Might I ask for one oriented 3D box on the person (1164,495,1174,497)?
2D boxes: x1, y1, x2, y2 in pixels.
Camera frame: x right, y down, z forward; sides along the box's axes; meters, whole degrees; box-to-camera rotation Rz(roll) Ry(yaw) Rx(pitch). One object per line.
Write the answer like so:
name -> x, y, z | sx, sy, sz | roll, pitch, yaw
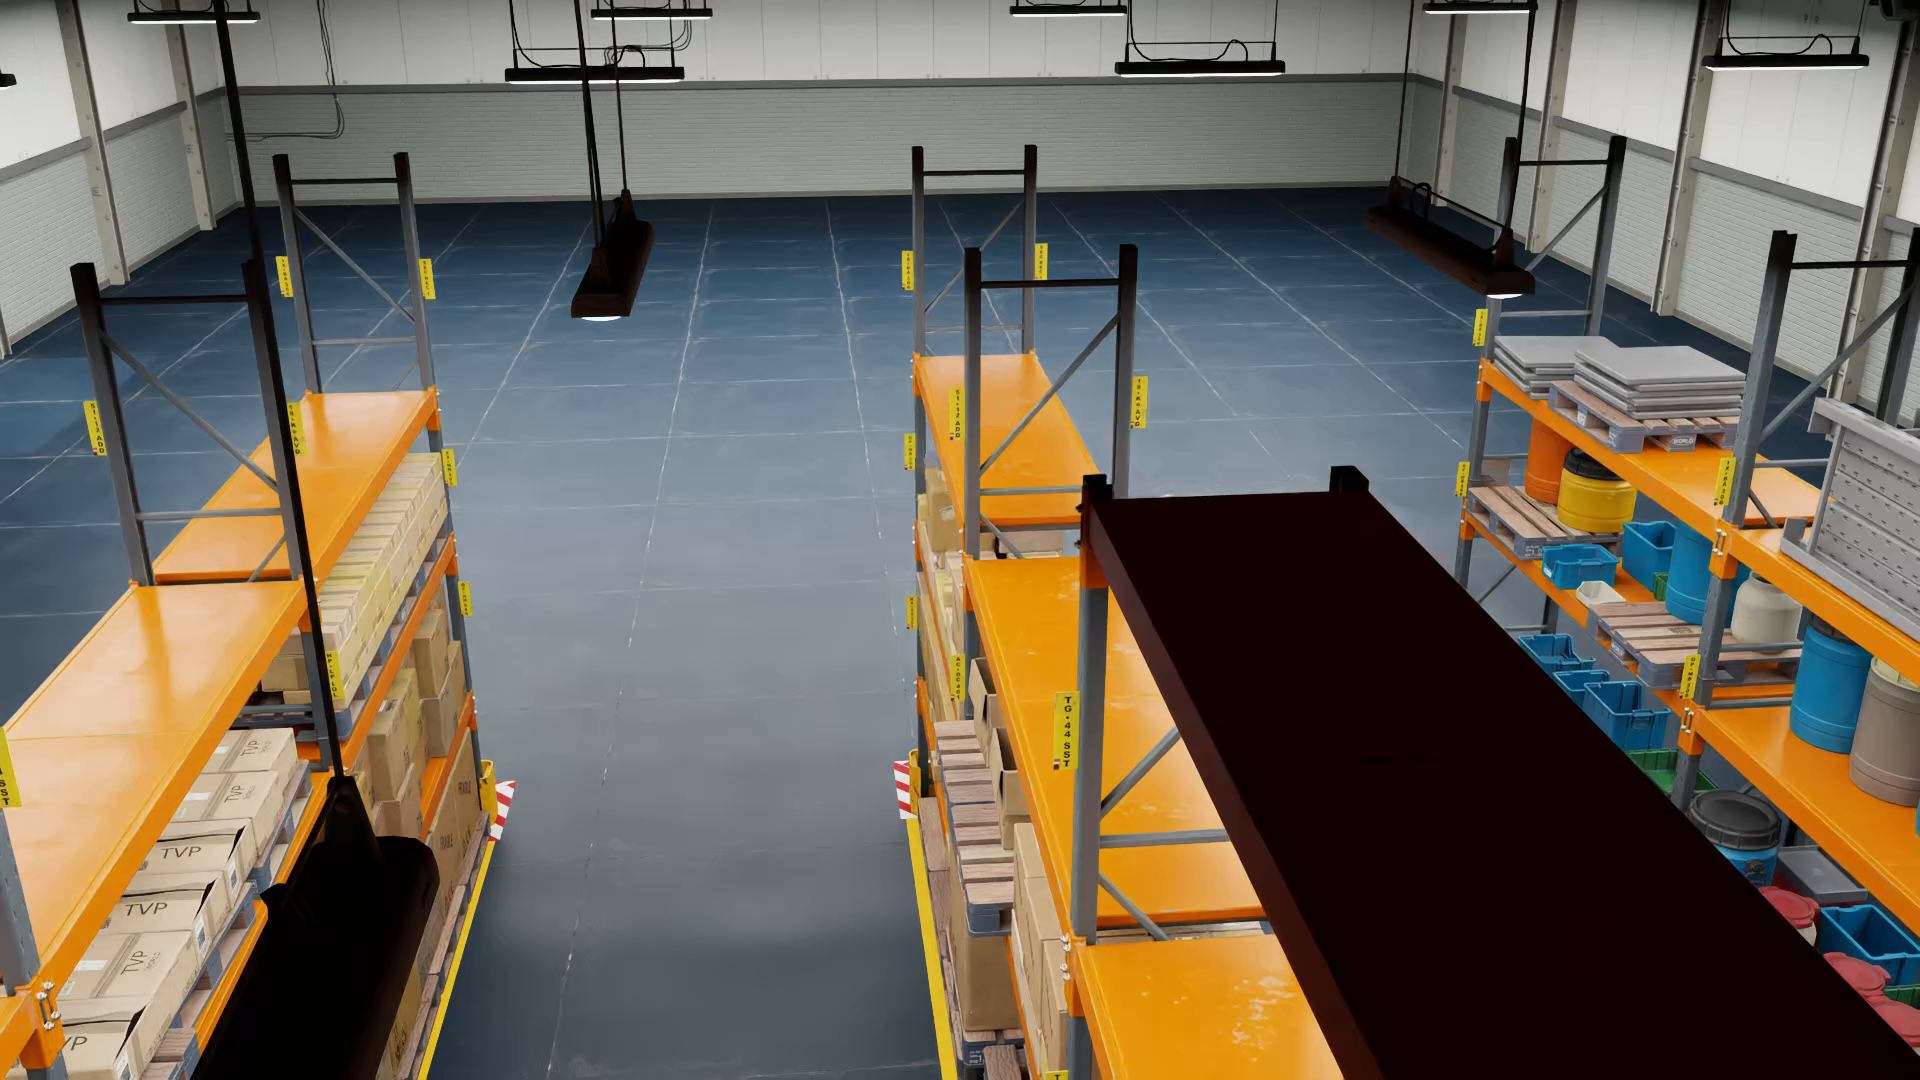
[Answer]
person -> 2.286, 0.310, 18.438 | 0.599, 1.727, 1.058 | -16, 27, -36
